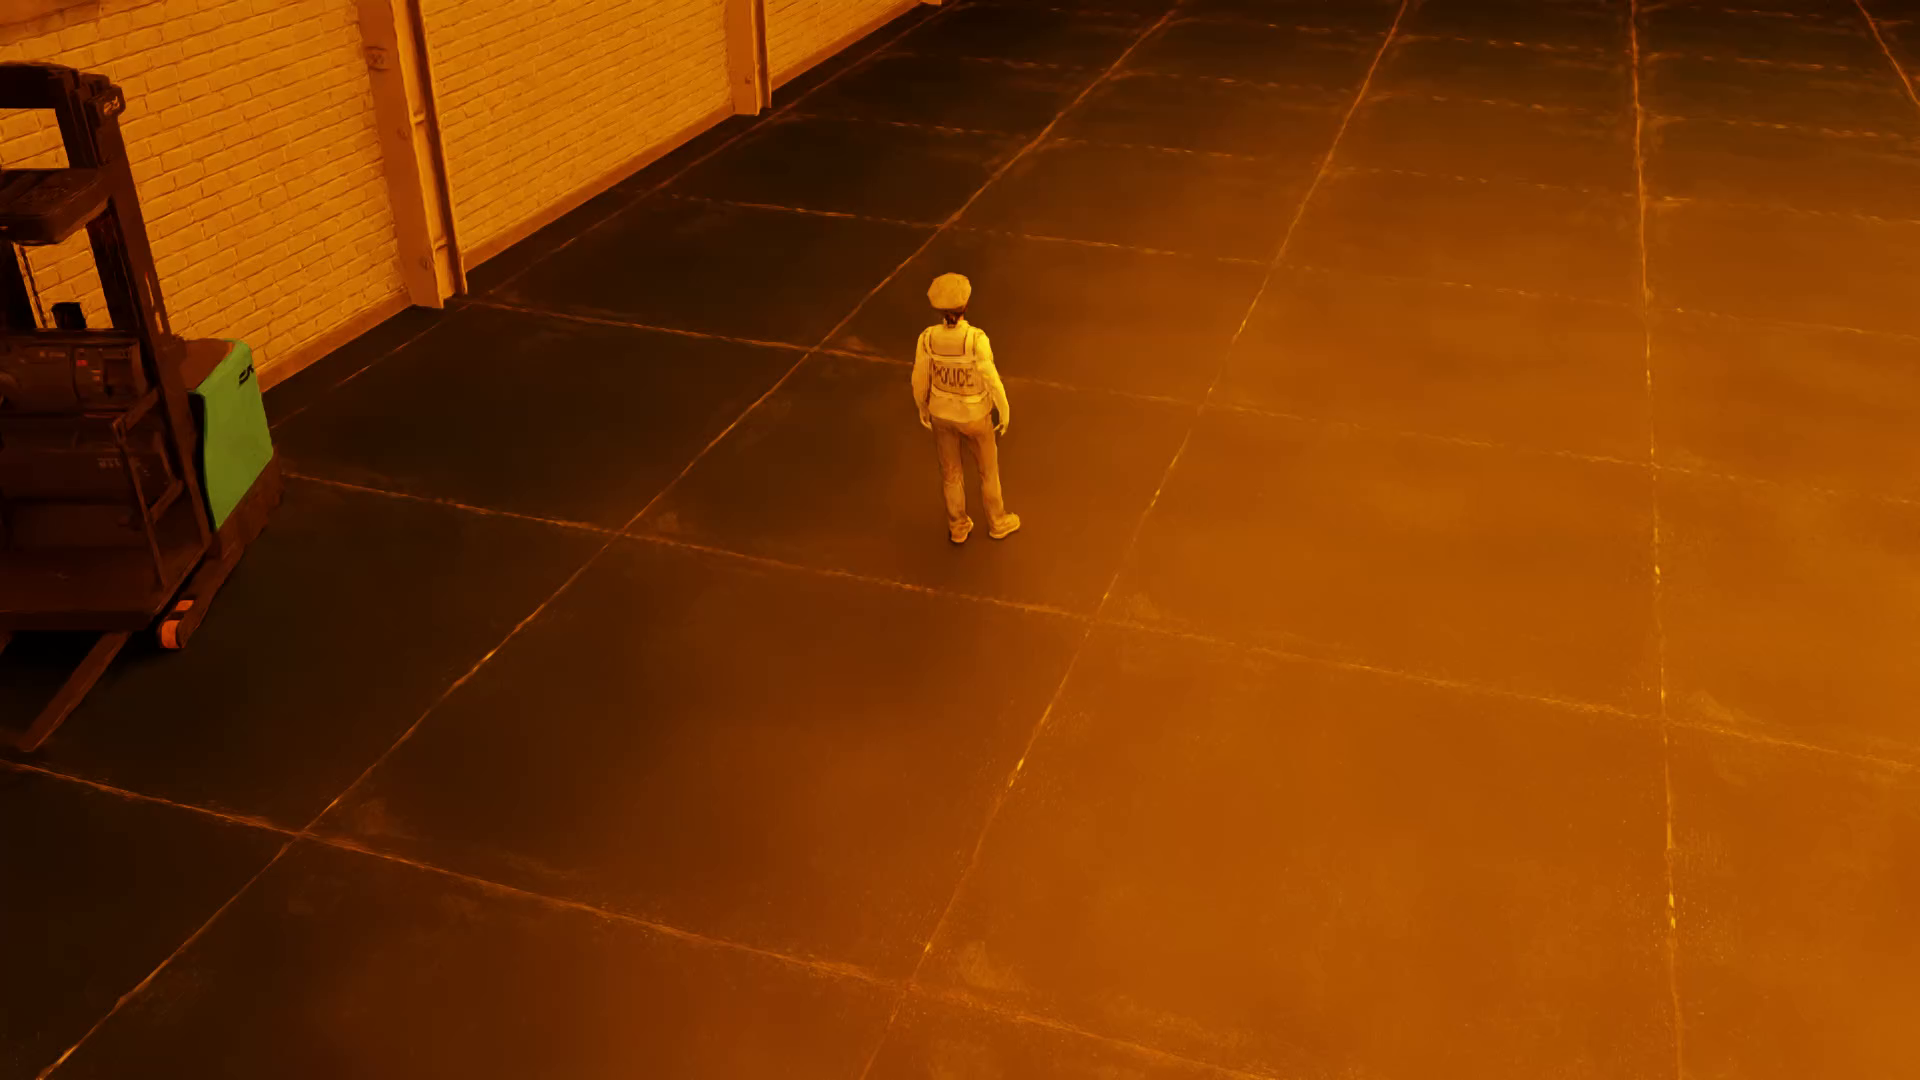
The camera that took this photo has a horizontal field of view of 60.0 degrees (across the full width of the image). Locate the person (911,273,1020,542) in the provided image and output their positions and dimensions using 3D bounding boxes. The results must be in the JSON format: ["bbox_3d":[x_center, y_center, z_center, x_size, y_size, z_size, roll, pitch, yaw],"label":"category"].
[{"bbox_3d":[0.029,-0.773,9.726,0.586,1.695,0.533,10,31,16],"label":"person"}]

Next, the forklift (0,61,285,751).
[{"bbox_3d":[-4.772,-0.828,8.589,1.130,2.935,3.031,-1,30,-1],"label":"forklift"}]
